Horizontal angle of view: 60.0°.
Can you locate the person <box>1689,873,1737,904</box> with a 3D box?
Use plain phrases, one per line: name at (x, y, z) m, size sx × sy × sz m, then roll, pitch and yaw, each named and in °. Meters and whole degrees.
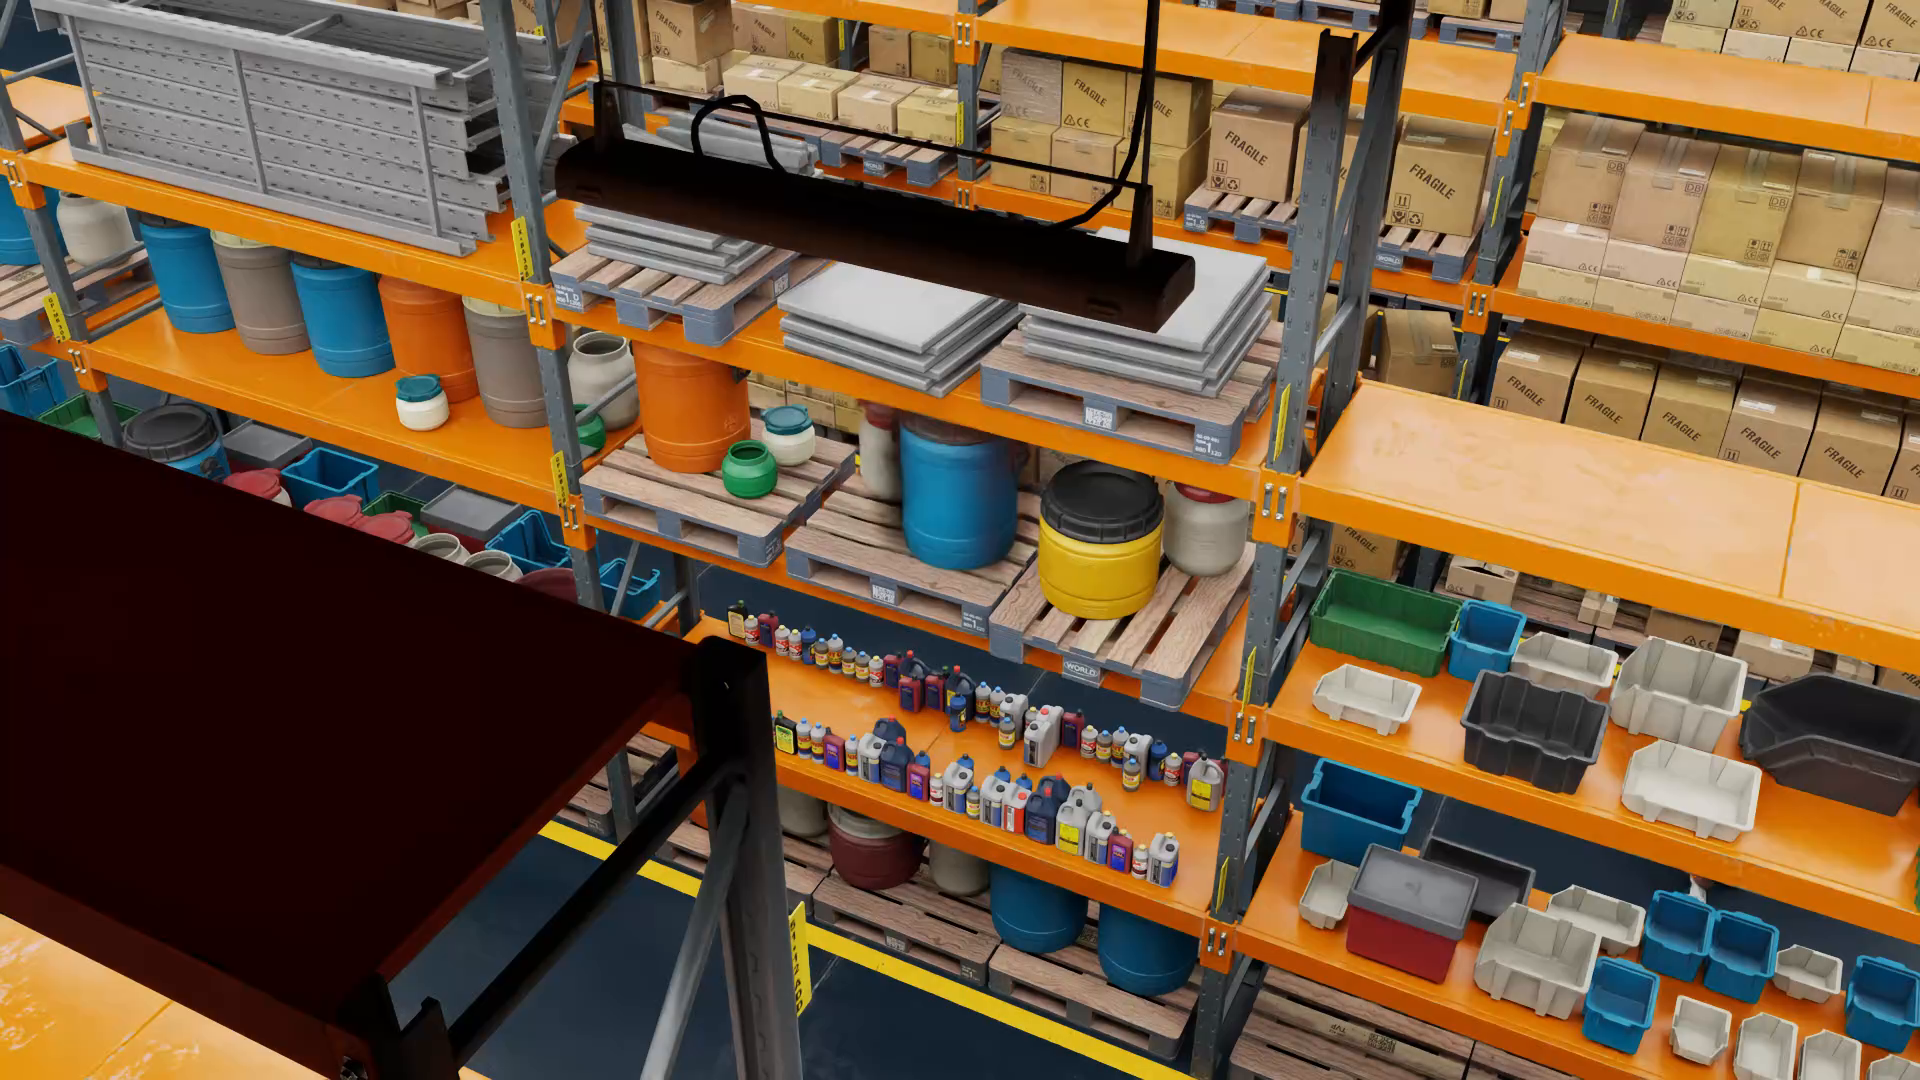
person at (4.879, 1.540, 10.241) m, size 0.533 × 1.702 × 0.377 m, roll -10°, pitch 36°, yaw -14°
